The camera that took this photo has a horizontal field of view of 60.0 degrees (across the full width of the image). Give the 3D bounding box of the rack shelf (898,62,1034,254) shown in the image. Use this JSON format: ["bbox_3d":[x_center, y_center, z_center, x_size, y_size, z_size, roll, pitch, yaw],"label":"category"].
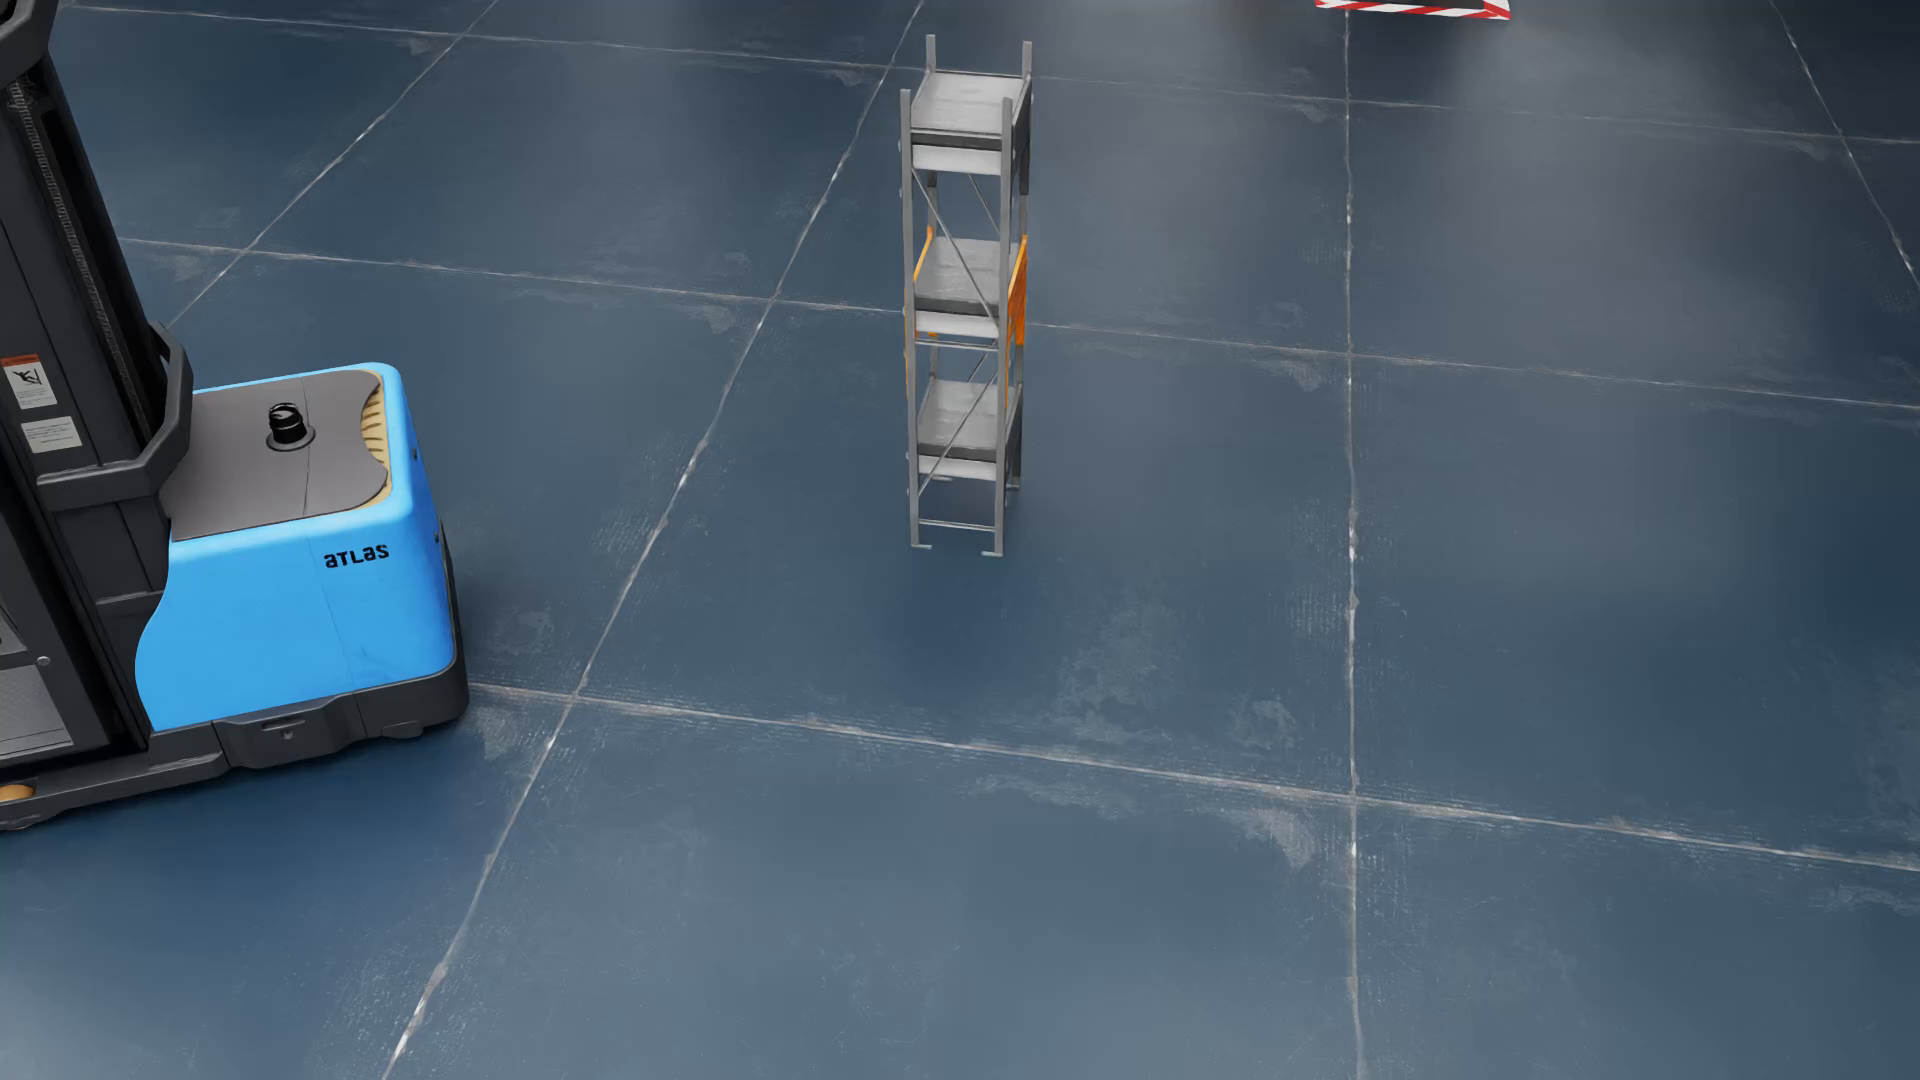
[{"bbox_3d":[0.029,-1.442,6.269,0.431,0.518,0.480,6,40,8],"label":"rack shelf"}]

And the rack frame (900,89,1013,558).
[{"bbox_3d":[-0.014,-0.760,6.521,0.400,2.100,0.015,6,40,8],"label":"rack frame"}]

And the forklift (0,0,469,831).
[{"bbox_3d":[-3.460,-0.428,5.468,3.031,2.935,1.130,-11,41,-14],"label":"forklift"}]

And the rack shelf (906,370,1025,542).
[{"bbox_3d":[0.029,-0.363,7.161,0.431,0.518,0.480,6,40,8],"label":"rack shelf"}]

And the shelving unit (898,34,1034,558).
[{"bbox_3d":[0.029,-0.913,6.707,0.431,2.100,0.503,6,40,8],"label":"shelving unit"}]

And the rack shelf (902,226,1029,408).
[{"bbox_3d":[0.029,-0.903,6.715,0.431,0.518,0.480,6,40,8],"label":"rack shelf"}]

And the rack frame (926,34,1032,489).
[{"bbox_3d":[0.071,-1.066,6.892,0.400,2.100,0.015,6,40,8],"label":"rack frame"}]
